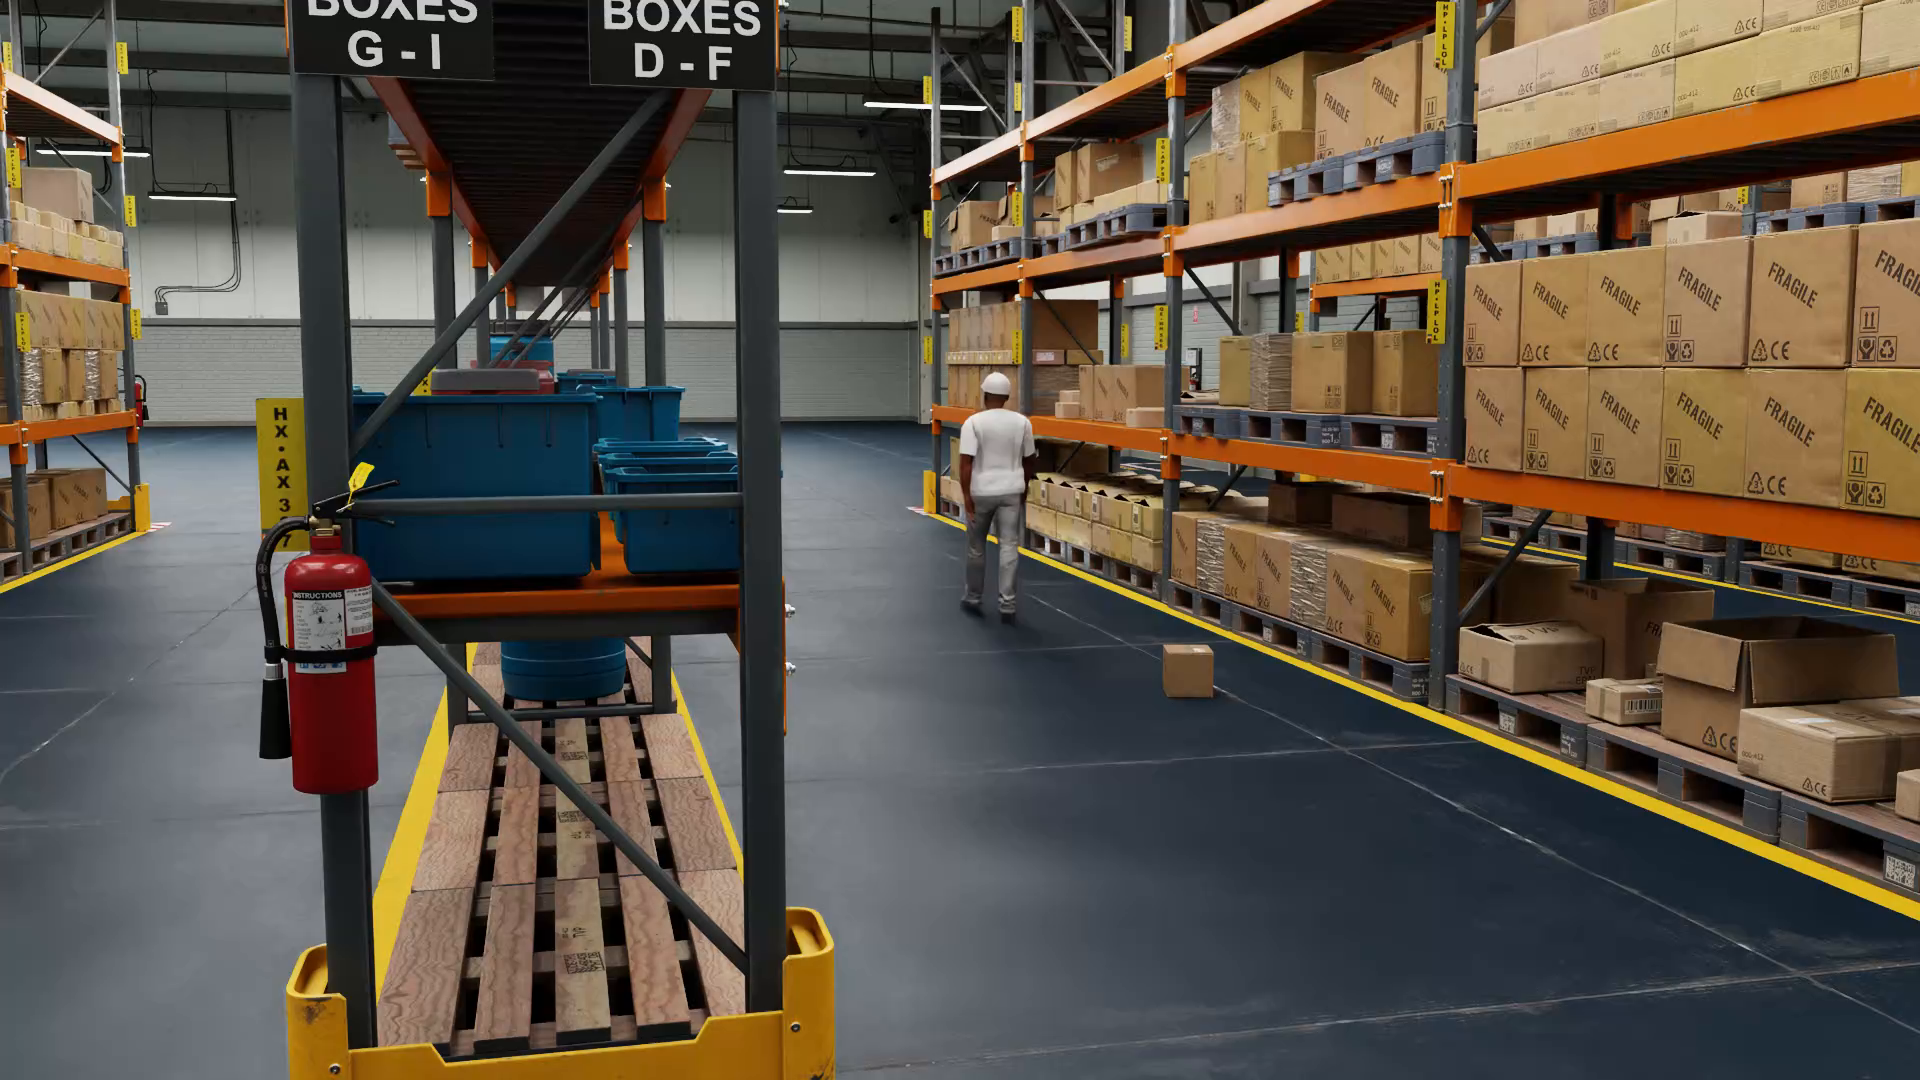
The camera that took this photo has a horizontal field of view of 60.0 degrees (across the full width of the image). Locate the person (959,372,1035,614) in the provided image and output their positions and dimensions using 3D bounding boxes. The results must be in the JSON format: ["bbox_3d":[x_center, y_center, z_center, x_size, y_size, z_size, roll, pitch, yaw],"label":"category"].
[{"bbox_3d":[0.254,-0.356,12.062,0.566,1.715,0.967,-1,6,-6],"label":"person"}]
